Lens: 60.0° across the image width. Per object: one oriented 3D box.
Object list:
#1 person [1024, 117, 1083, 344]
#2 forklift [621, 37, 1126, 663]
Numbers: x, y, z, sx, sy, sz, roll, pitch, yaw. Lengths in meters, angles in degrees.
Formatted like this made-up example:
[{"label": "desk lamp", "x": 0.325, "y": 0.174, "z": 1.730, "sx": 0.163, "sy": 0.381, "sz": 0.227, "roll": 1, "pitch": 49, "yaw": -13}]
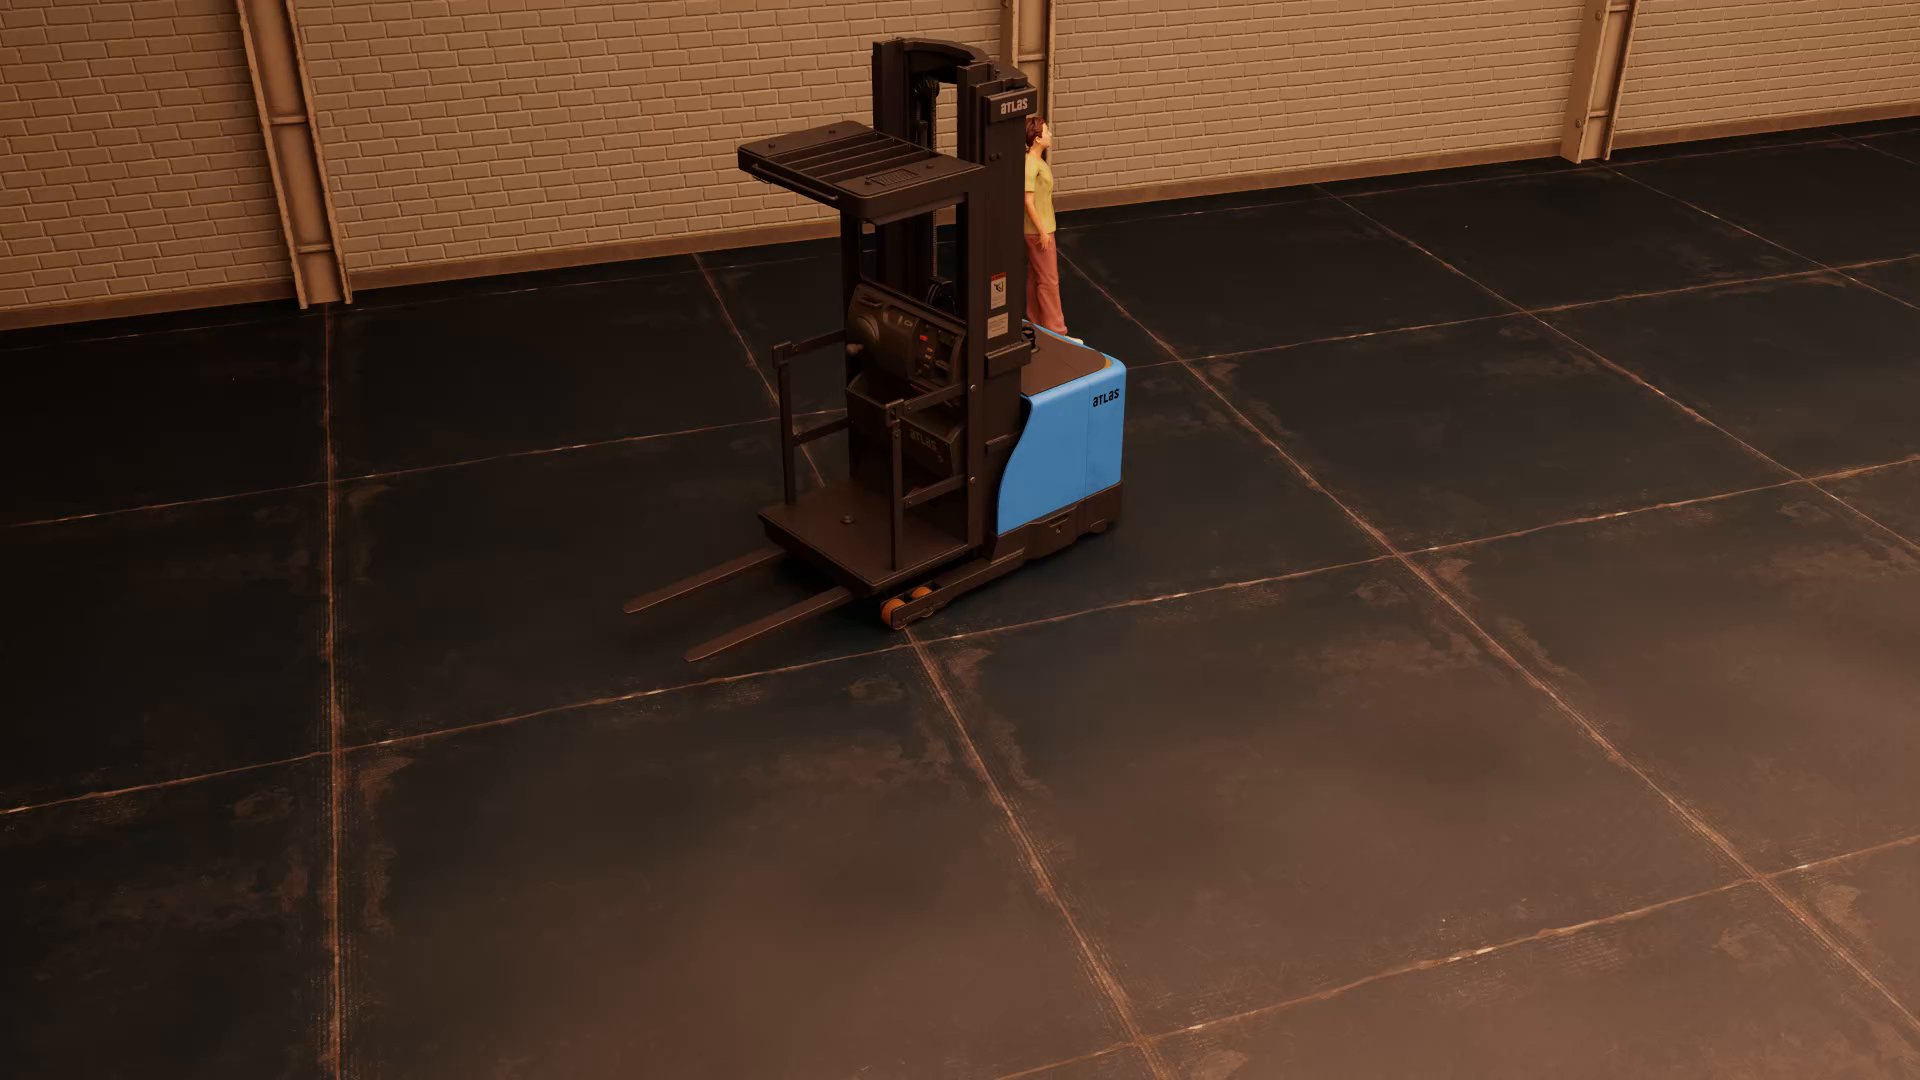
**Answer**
[{"label": "person", "x": 0.655, "y": -2.291, "z": 12.314, "sx": 0.551, "sy": 1.676, "sz": 0.552, "roll": 0, "pitch": 30, "yaw": 1}, {"label": "forklift", "x": -0.461, "y": -1.072, "z": 8.951, "sx": 3.031, "sy": 2.935, "sz": 1.130, "roll": -23, "pitch": 37, "yaw": -34}]
